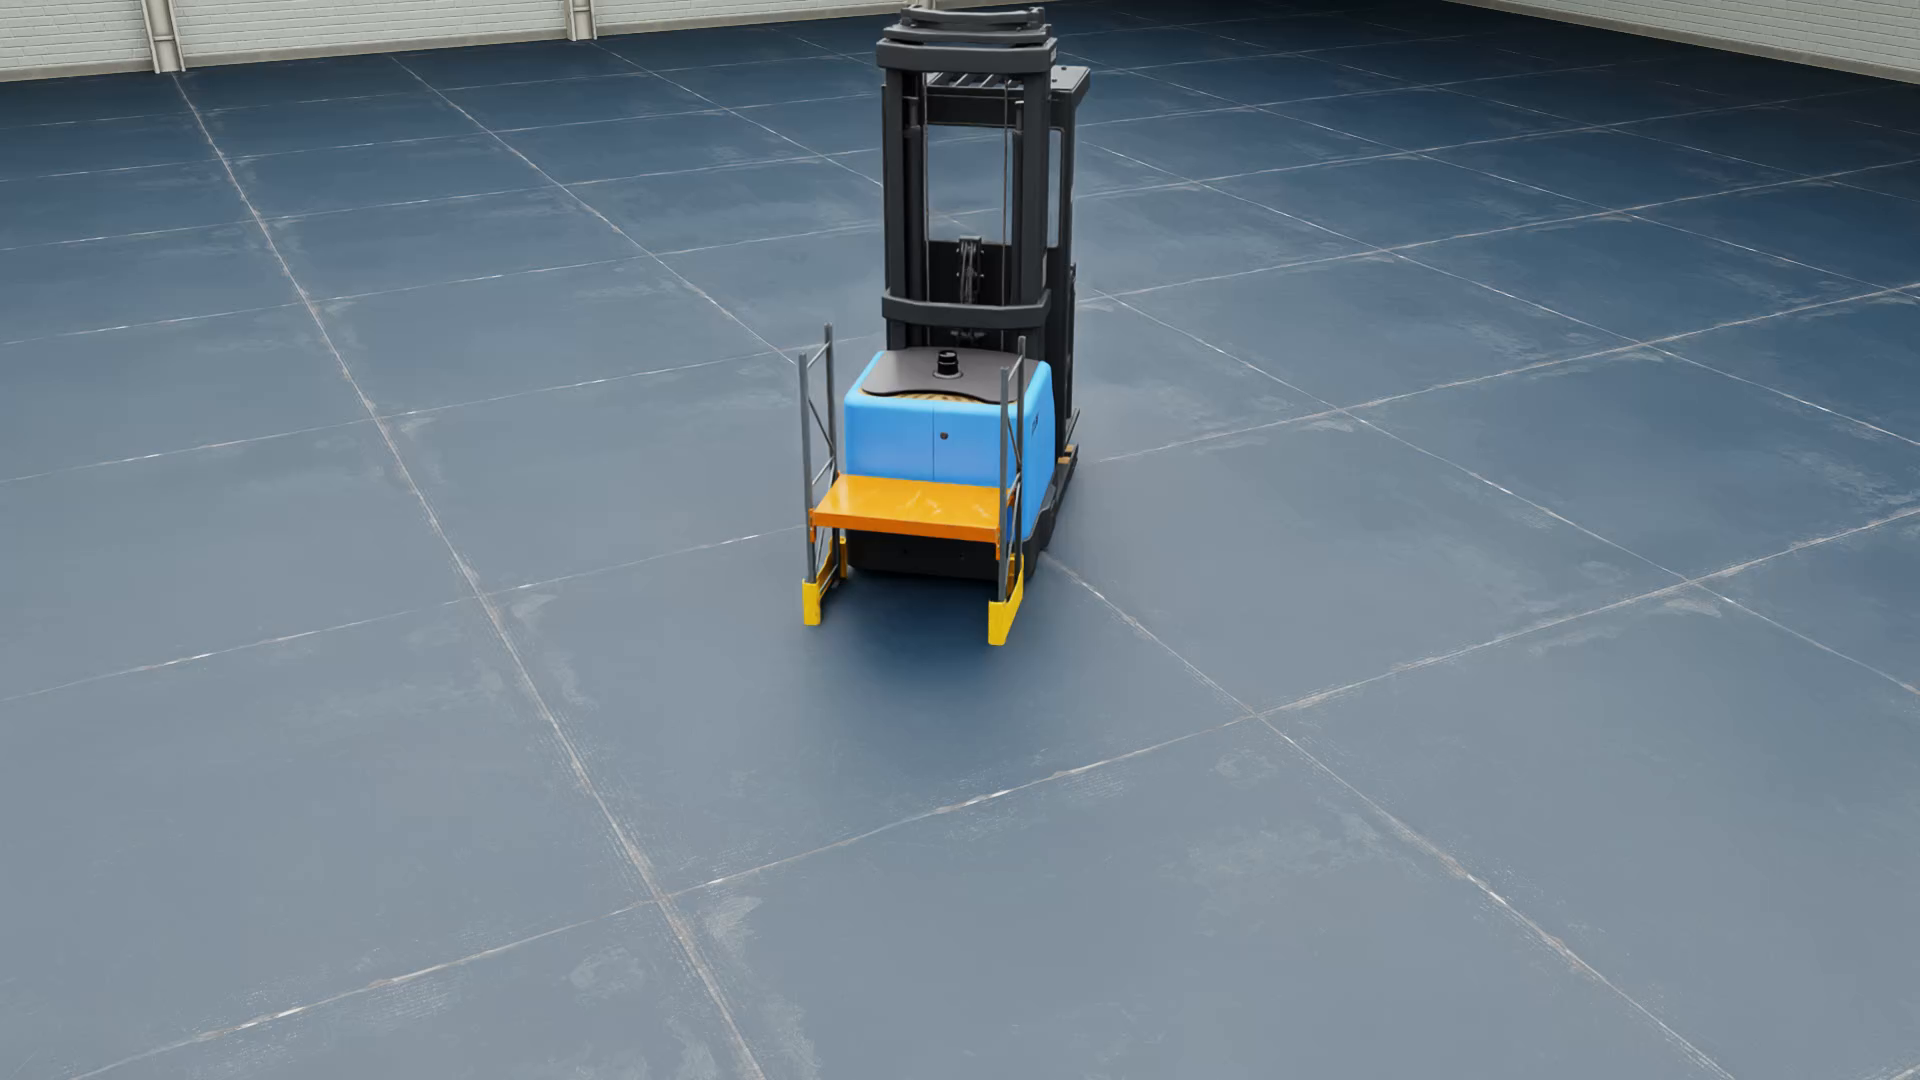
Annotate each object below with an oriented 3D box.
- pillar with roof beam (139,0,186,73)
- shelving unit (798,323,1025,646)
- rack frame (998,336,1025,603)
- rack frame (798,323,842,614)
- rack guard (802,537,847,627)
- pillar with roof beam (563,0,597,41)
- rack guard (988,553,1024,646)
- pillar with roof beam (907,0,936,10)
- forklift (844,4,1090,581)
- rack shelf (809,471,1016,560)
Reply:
[{"bbox_3d":[-9.227,-9.100,18.307,0.400,9.000,9.100,-13,29,-25],"label":"pillar with roof beam"},{"bbox_3d":[-0.242,-0.298,8.638,1.083,1.500,0.587,5,26,11],"label":"shelving unit"},{"bbox_3d":[0.264,-0.251,8.539,0.032,1.500,0.500,5,26,11],"label":"rack frame"},{"bbox_3d":[-0.730,-0.344,8.734,0.032,1.500,0.500,5,26,11],"label":"rack frame"},{"bbox_3d":[-0.728,0.219,9.005,0.087,0.250,0.587,5,26,11],"label":"rack guard"},{"bbox_3d":[-3.933,-10.322,20.852,0.400,9.000,9.100,-13,29,-25],"label":"pillar with roof beam"},{"bbox_3d":[0.245,0.311,8.814,0.087,0.250,0.587,5,26,11],"label":"rack guard"},{"bbox_3d":[1.362,-11.544,23.397,0.400,9.000,9.100,-13,29,-25],"label":"pillar with roof beam"},{"bbox_3d":[0.149,-1.704,9.913,1.130,2.935,3.031,5,26,10],"label":"forklift"},{"bbox_3d":[-0.233,-0.135,8.715,1.000,0.185,0.538,5,26,11],"label":"rack shelf"}]
